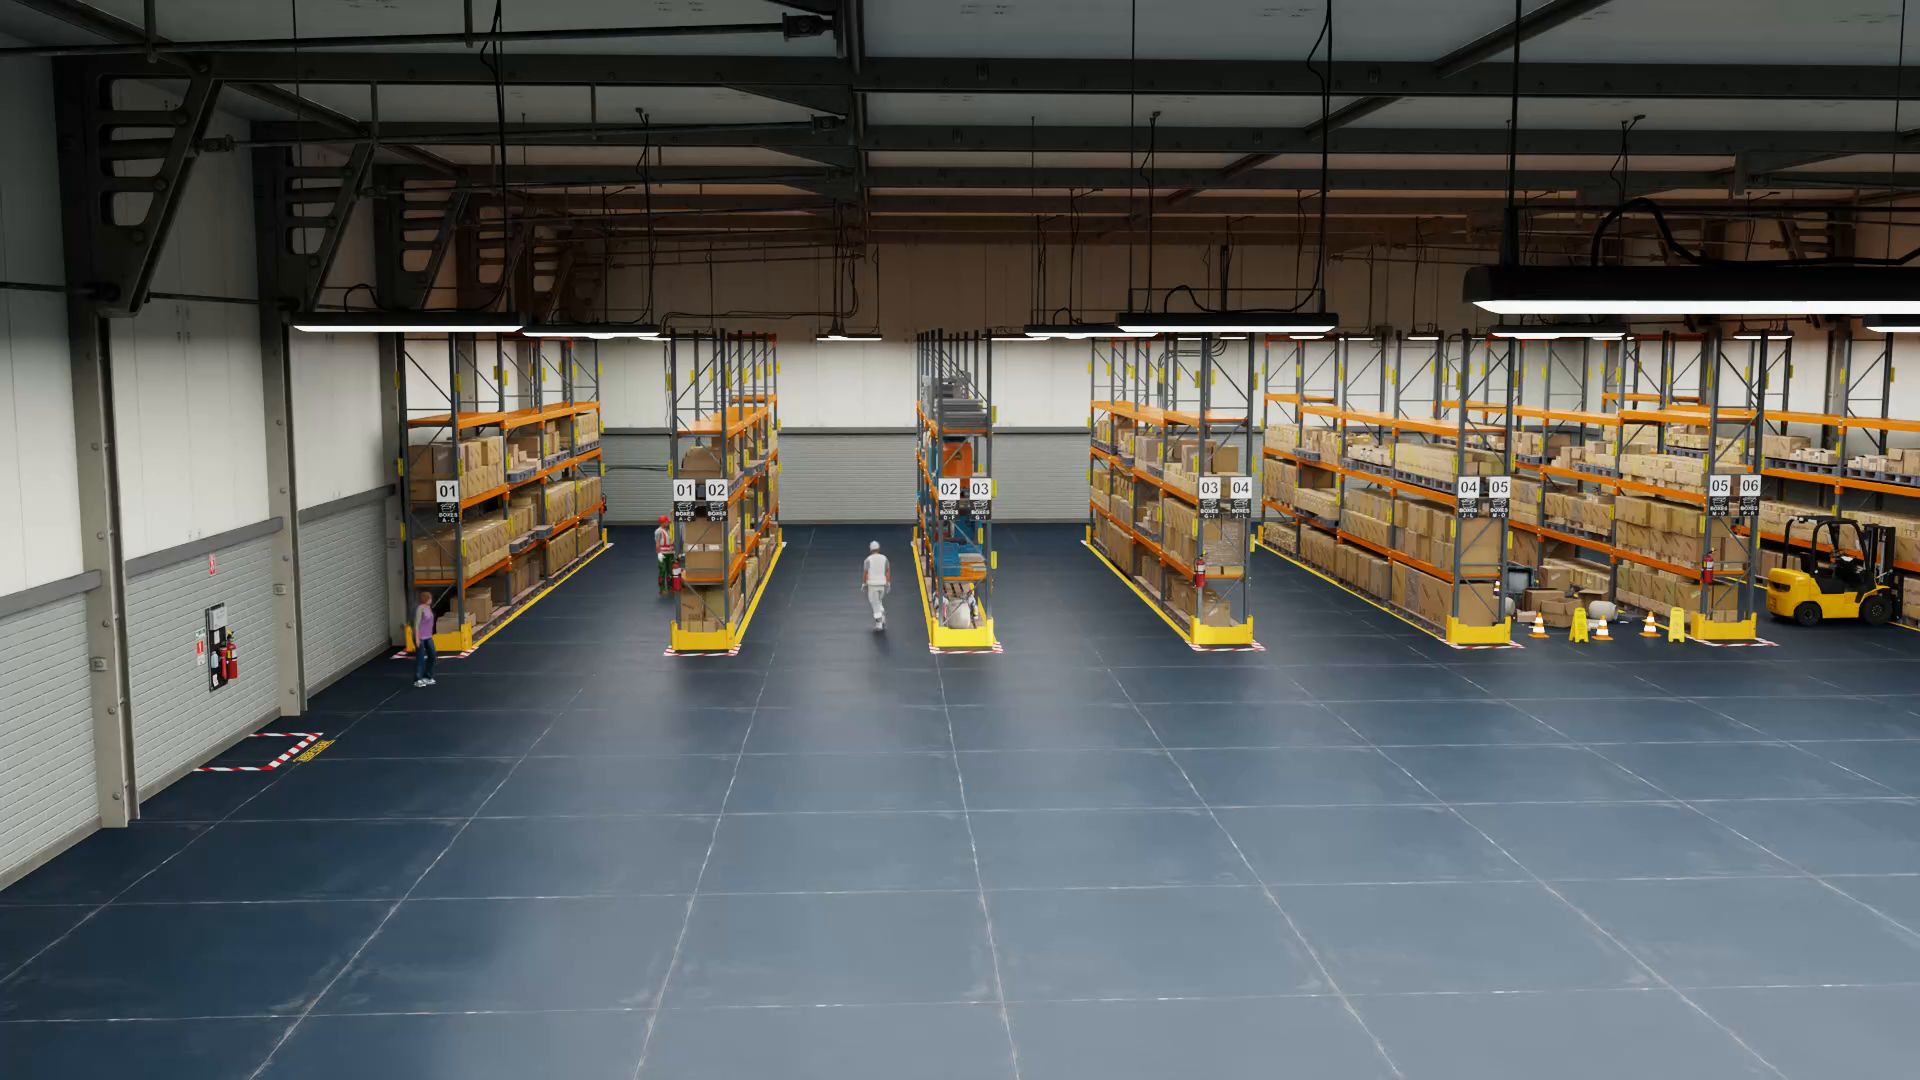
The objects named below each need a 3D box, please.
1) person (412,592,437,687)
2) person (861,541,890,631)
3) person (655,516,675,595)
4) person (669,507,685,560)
[{"bbox_3d":[-9.023,1.683,27.917,0.346,1.637,0.506,1,7,12],"label":"person"},{"bbox_3d":[-1.704,0.935,33.205,0.518,1.826,0.468,-6,9,-42],"label":"person"},{"bbox_3d":[-6.734,0.342,38.257,0.491,1.812,0.590,5,9,38],"label":"person"},{"bbox_3d":[-7.429,-0.296,44.126,0.602,1.705,0.833,0,7,-1],"label":"person"}]
